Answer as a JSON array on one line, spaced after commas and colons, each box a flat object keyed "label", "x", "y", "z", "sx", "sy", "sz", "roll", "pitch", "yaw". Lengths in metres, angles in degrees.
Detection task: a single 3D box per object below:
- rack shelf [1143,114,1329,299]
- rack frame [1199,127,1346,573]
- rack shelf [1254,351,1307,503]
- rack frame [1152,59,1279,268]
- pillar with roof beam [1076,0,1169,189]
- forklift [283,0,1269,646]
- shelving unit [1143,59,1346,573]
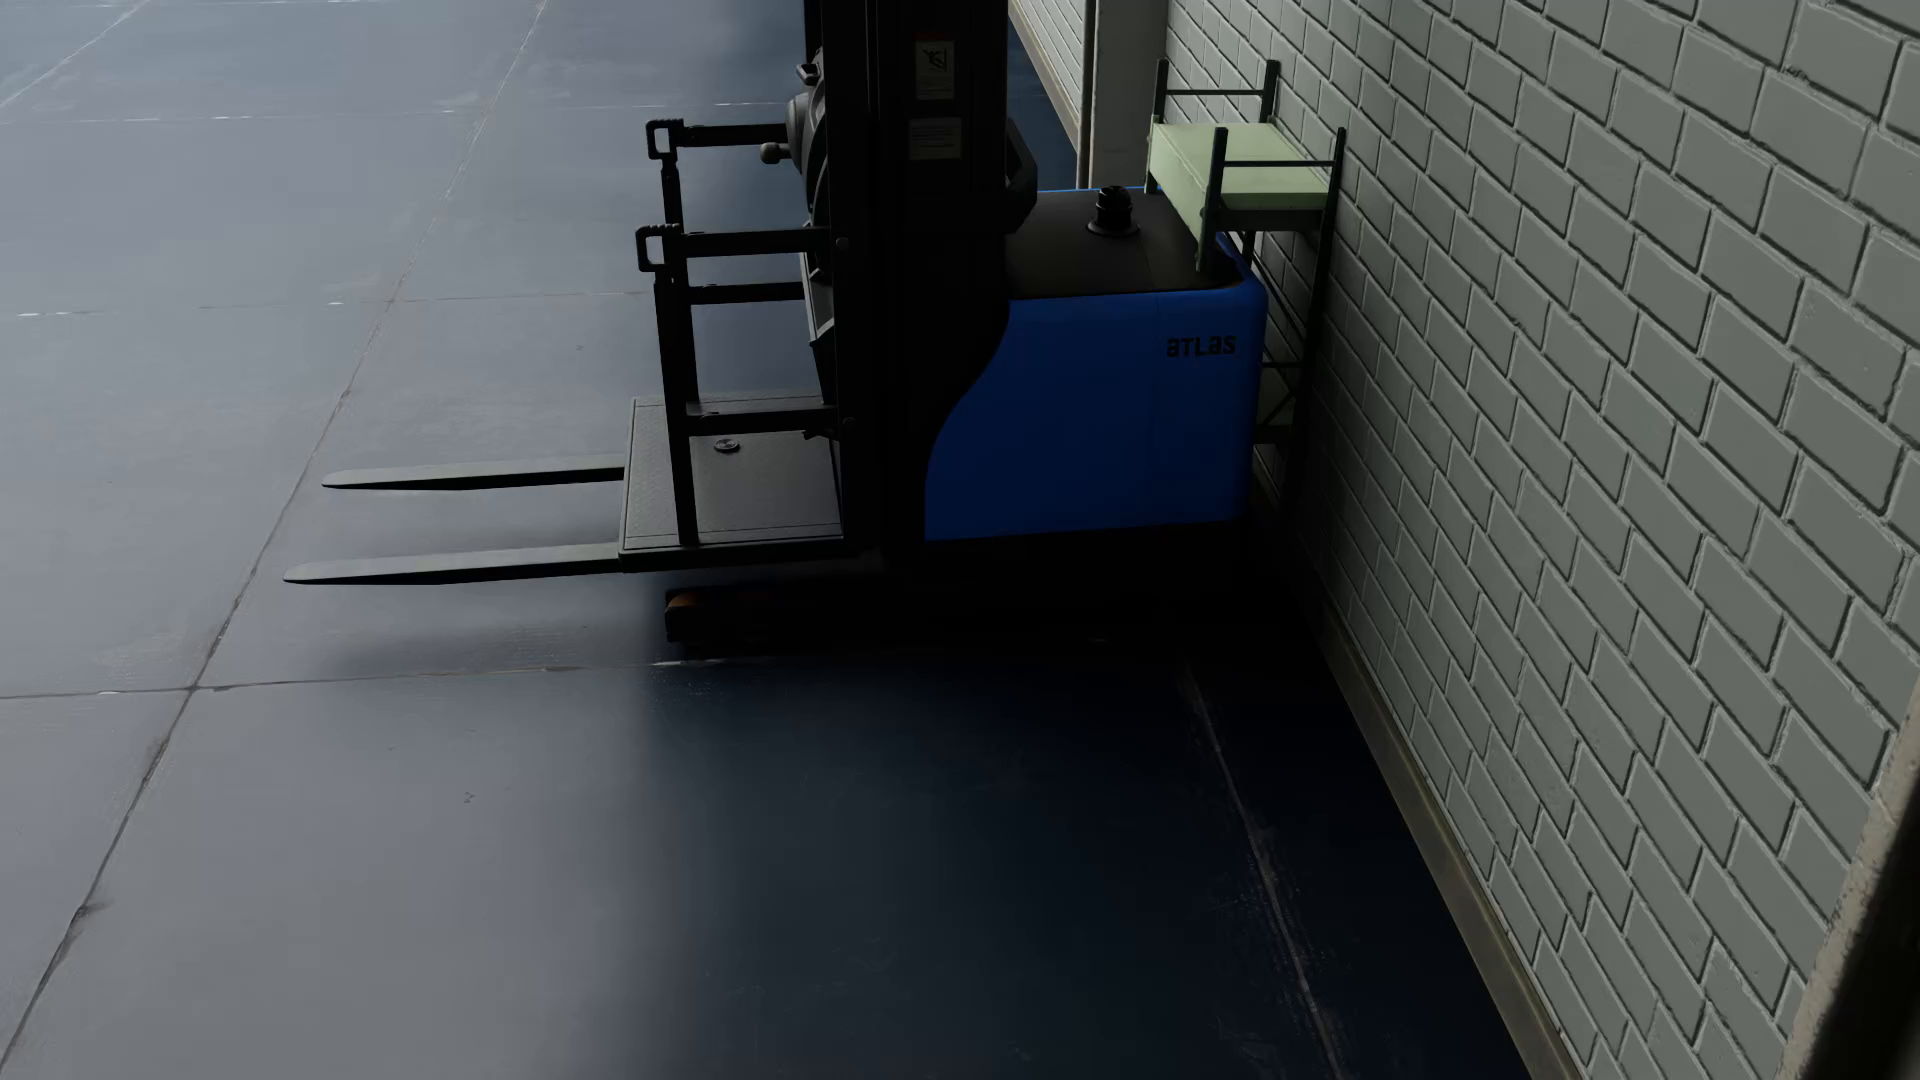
[{"label": "rack shelf", "x": 0.870, "y": -1.059, "z": 5.264, "sx": 0.431, "sy": 0.370, "sz": 0.720, "roll": -2, "pitch": 31, "yaw": -7}, {"label": "rack frame", "x": 0.901, "y": -0.537, "z": 5.153, "sx": 0.400, "sy": 1.500, "sz": 0.023, "roll": -2, "pitch": 31, "yaw": -7}, {"label": "rack shelf", "x": 0.843, "y": -0.445, "z": 5.631, "sx": 0.431, "sy": 0.370, "sz": 0.720, "roll": -2, "pitch": 31, "yaw": -7}, {"label": "rack frame", "x": 0.810, "y": -0.912, "z": 5.775, "sx": 0.400, "sy": 1.500, "sz": 0.023, "roll": -2, "pitch": 31, "yaw": -7}, {"label": "pillar with roof beam", "x": -3.570, "y": -4.902, "z": 5.181, "sx": 9.100, "sy": 9.000, "sz": 0.400, "roll": -3, "pitch": 31, "yaw": -5}, {"label": "forklift", "x": -0.625, "y": -1.216, "z": 4.927, "sx": 3.031, "sy": 2.935, "sz": 1.130, "roll": -4, "pitch": 31, "yaw": -7}, {"label": "shelving unit", "x": 0.855, "y": -0.724, "z": 5.464, "sx": 0.431, "sy": 1.500, "sz": 0.755, "roll": -2, "pitch": 31, "yaw": -7}]
